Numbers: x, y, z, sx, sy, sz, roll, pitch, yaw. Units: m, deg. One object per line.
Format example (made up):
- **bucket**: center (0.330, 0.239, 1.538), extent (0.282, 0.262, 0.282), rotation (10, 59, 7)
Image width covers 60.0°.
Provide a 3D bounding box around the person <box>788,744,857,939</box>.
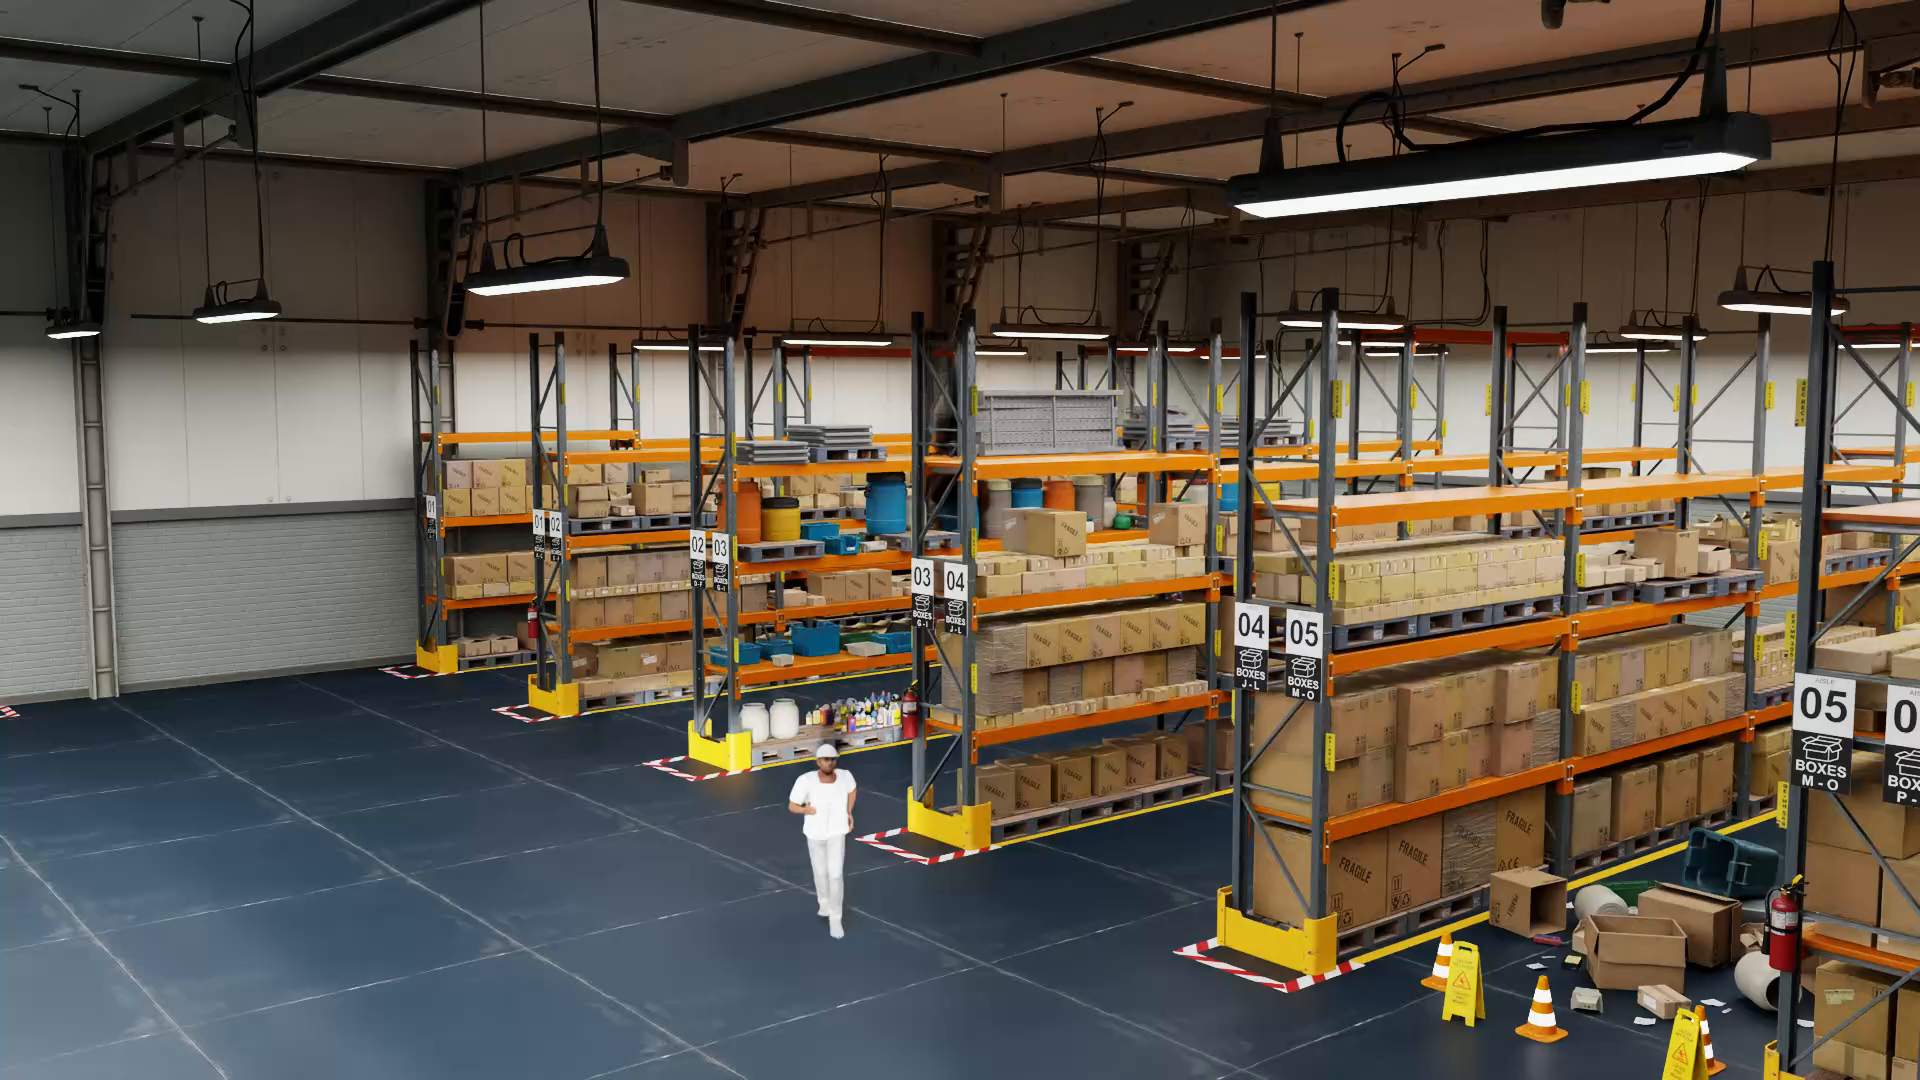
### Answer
- **person**: center (-1.299, 2.837, 15.833), extent (0.661, 1.832, 0.774), rotation (-1, 5, -7)
